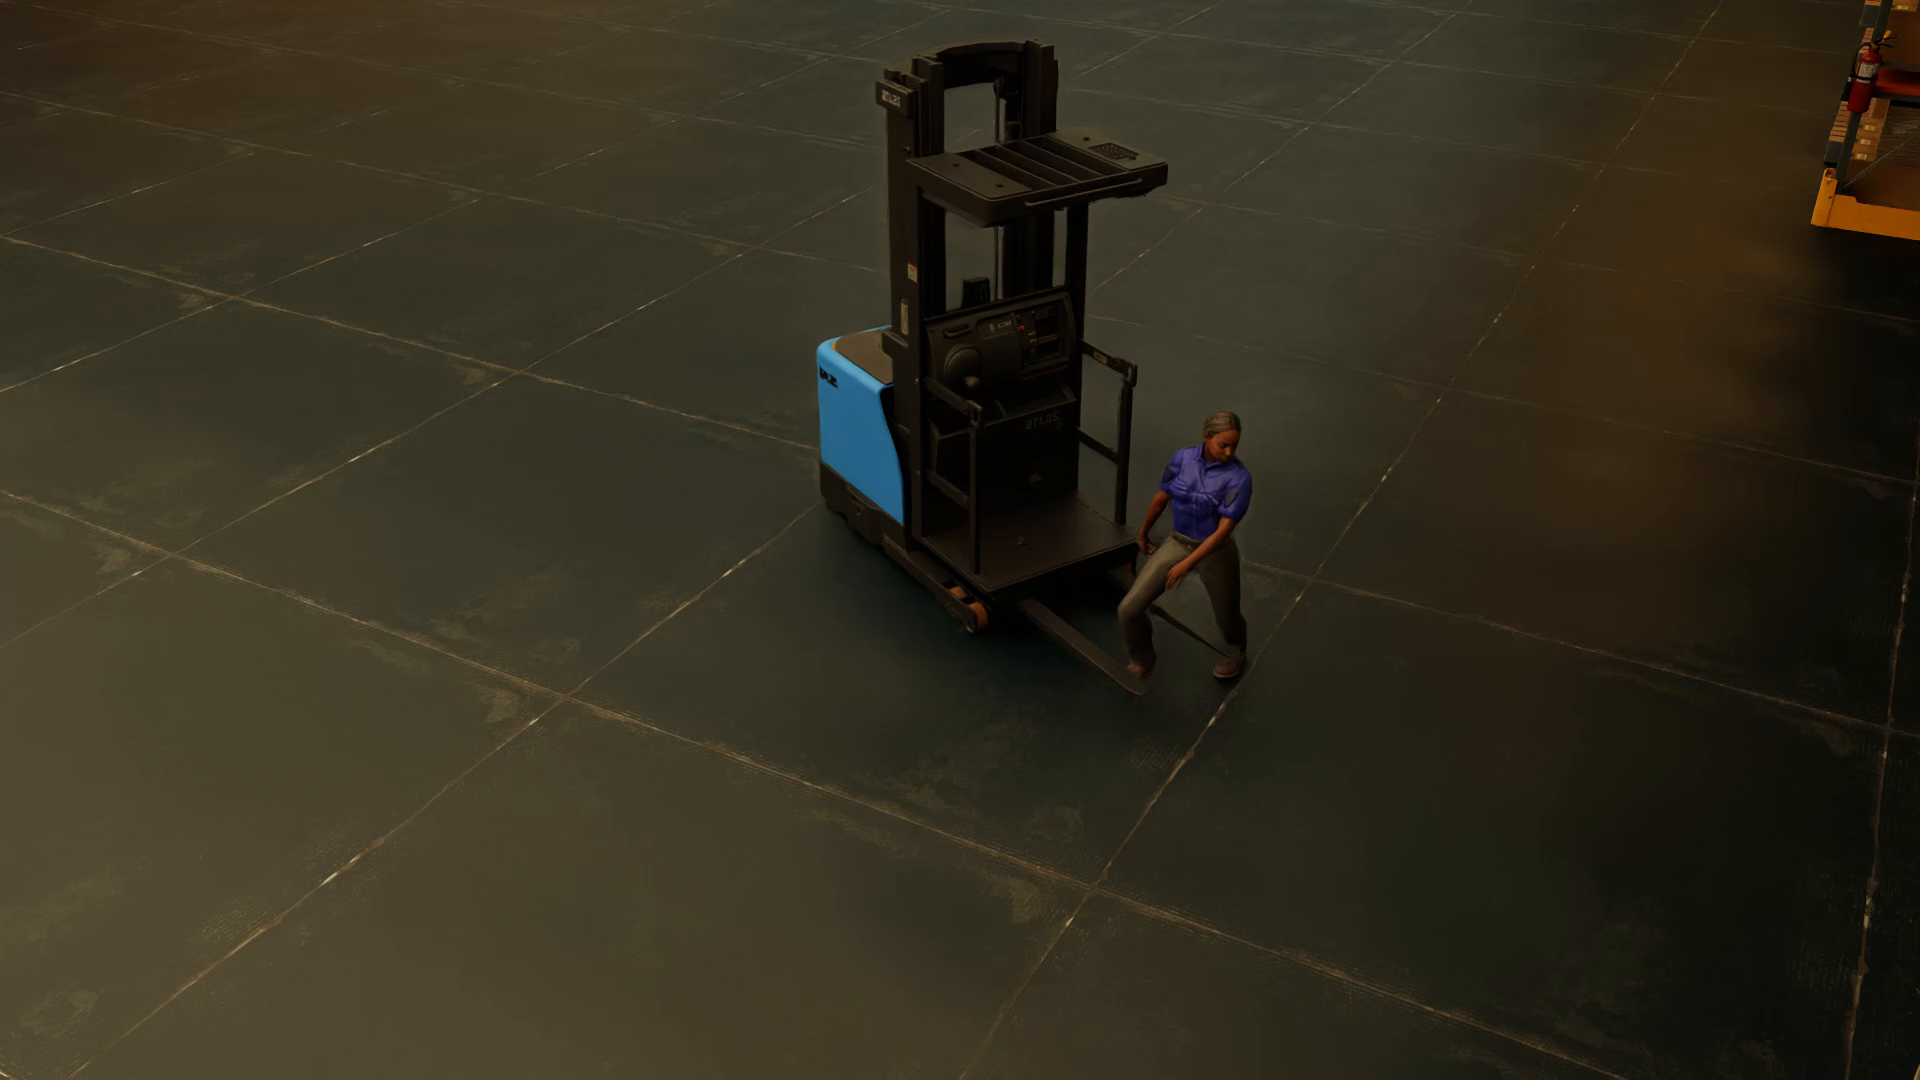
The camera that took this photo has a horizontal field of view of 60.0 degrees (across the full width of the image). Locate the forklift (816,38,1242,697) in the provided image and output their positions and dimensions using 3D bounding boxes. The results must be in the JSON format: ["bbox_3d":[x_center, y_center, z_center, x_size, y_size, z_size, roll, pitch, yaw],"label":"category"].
[{"bbox_3d":[0.349,-1.031,8.857,1.130,2.935,3.031,-18,35,-28],"label":"forklift"}]

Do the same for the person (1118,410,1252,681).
[{"bbox_3d":[1.139,0.058,8.326,0.599,1.571,0.783,15,33,24],"label":"person"}]
